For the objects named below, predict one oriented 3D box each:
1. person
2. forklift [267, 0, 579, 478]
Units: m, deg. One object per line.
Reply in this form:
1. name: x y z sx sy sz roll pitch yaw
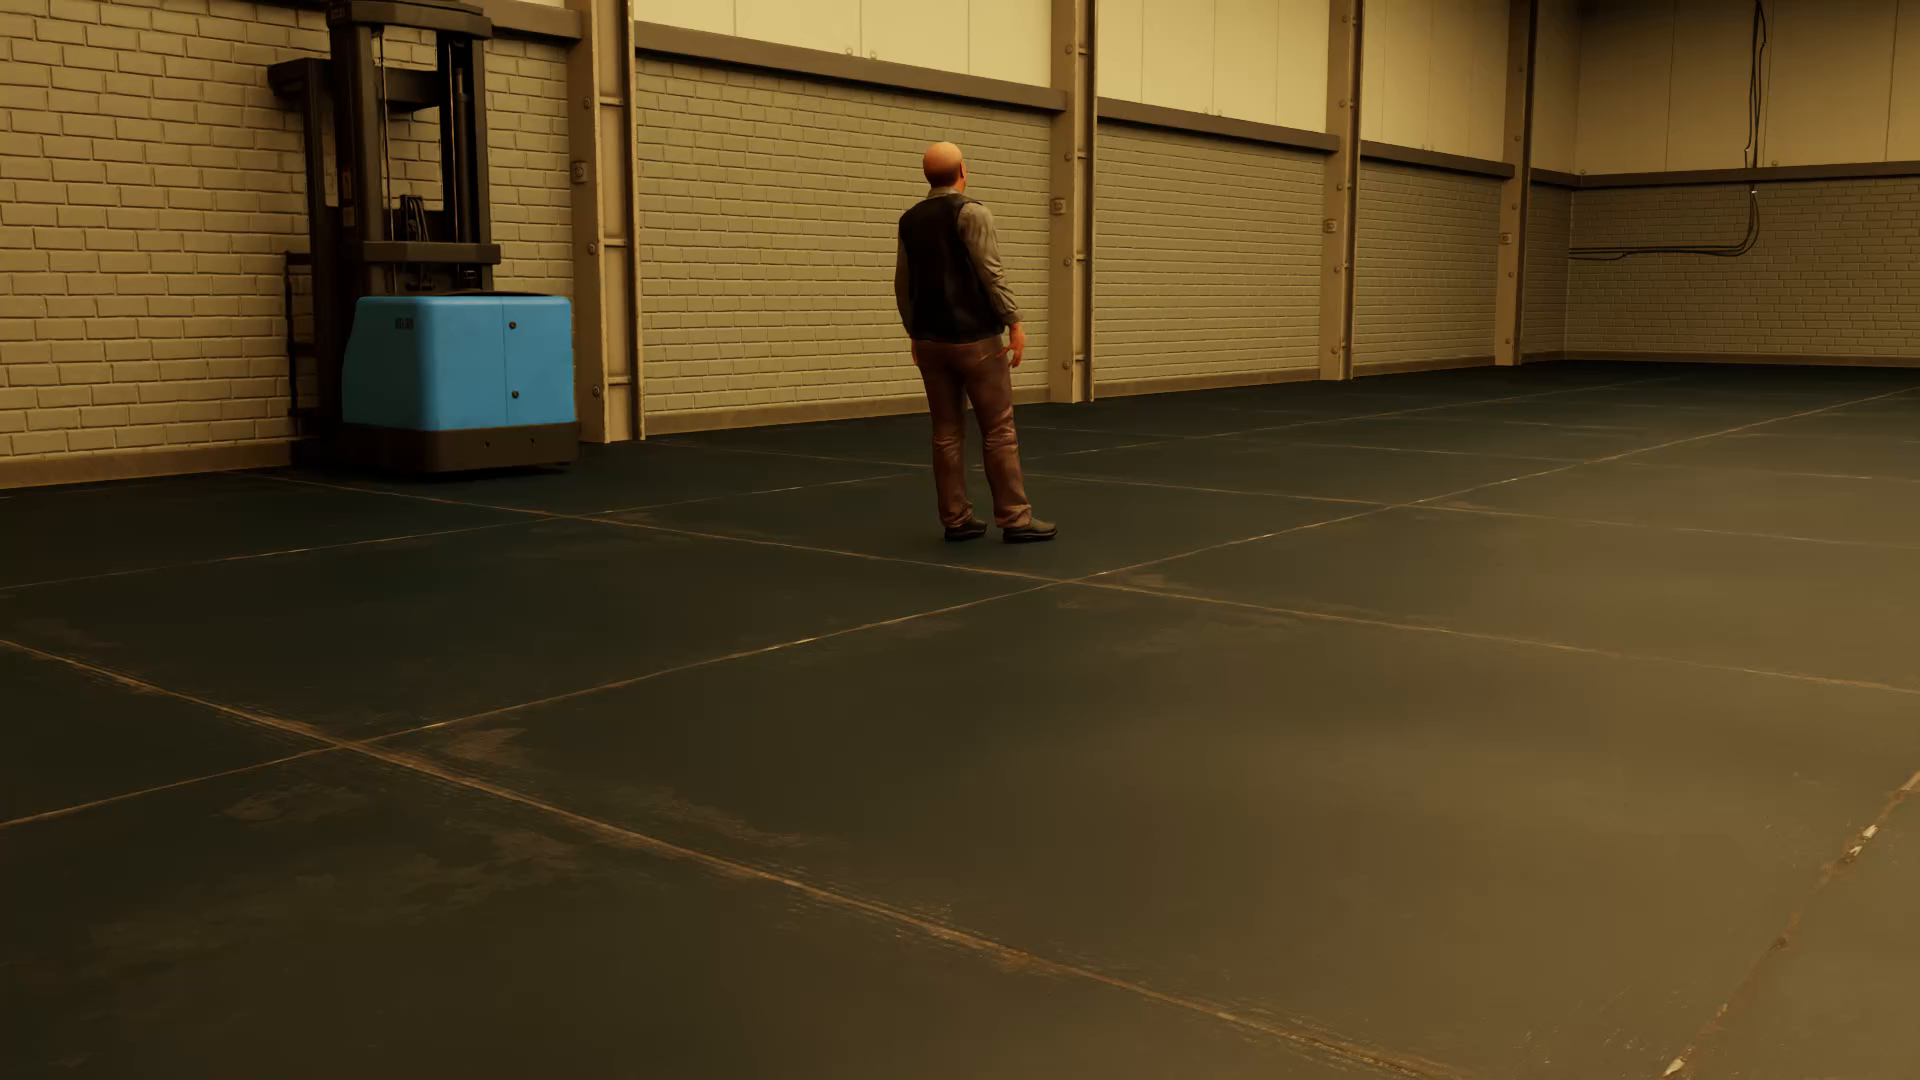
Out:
1. person: 0.050 -0.866 7.329 0.633 1.722 0.551 7 11 38
2. forklift: -3.762 -1.967 10.724 3.031 2.935 1.130 8 12 43
